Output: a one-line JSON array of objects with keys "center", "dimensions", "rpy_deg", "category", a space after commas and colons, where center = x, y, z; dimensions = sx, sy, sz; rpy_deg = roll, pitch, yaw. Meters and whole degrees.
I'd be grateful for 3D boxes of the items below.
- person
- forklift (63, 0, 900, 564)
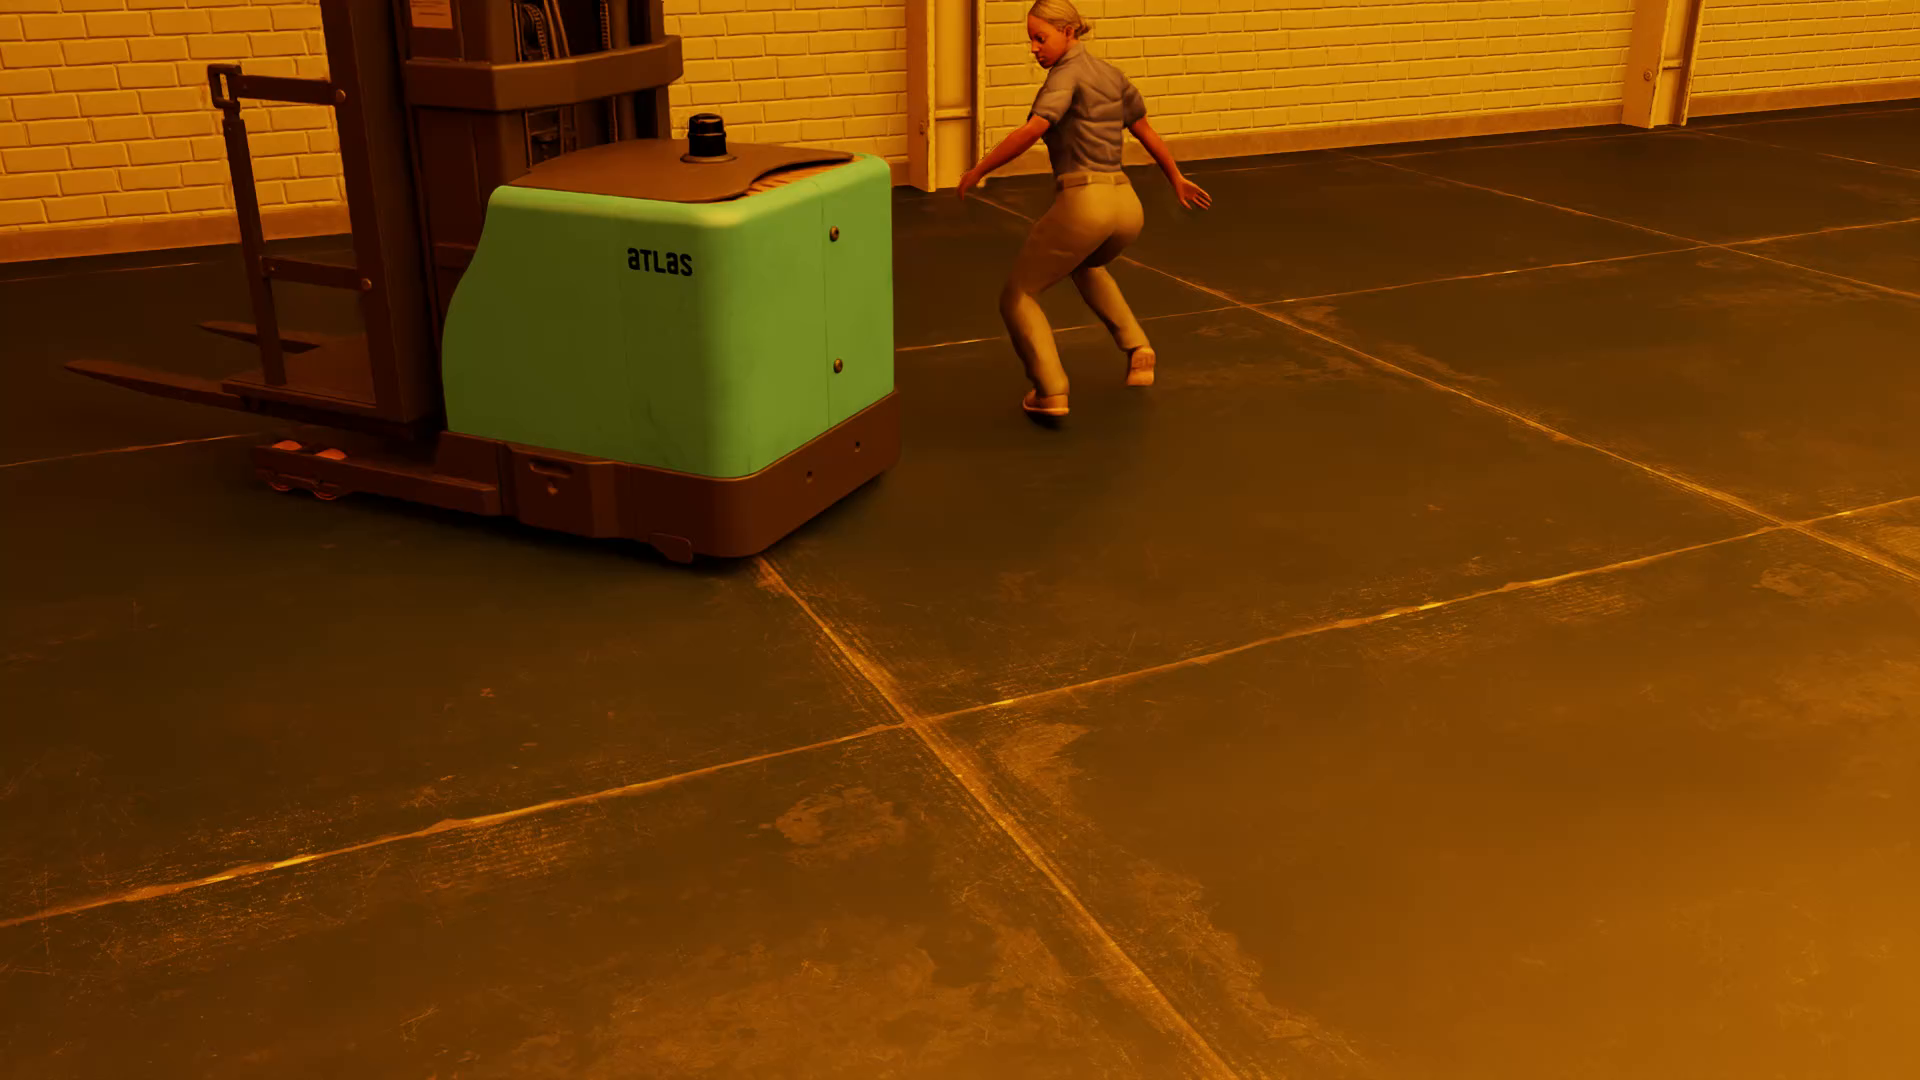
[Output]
[{"center": [0.466, -1.203, 6.177], "dimensions": [0.517, 1.567, 0.941], "rpy_deg": [19, 29, 38], "category": "person"}, {"center": [-1.760, -1.652, 5.262], "dimensions": [3.031, 2.935, 1.130], "rpy_deg": [10, 25, 23], "category": "forklift"}]
